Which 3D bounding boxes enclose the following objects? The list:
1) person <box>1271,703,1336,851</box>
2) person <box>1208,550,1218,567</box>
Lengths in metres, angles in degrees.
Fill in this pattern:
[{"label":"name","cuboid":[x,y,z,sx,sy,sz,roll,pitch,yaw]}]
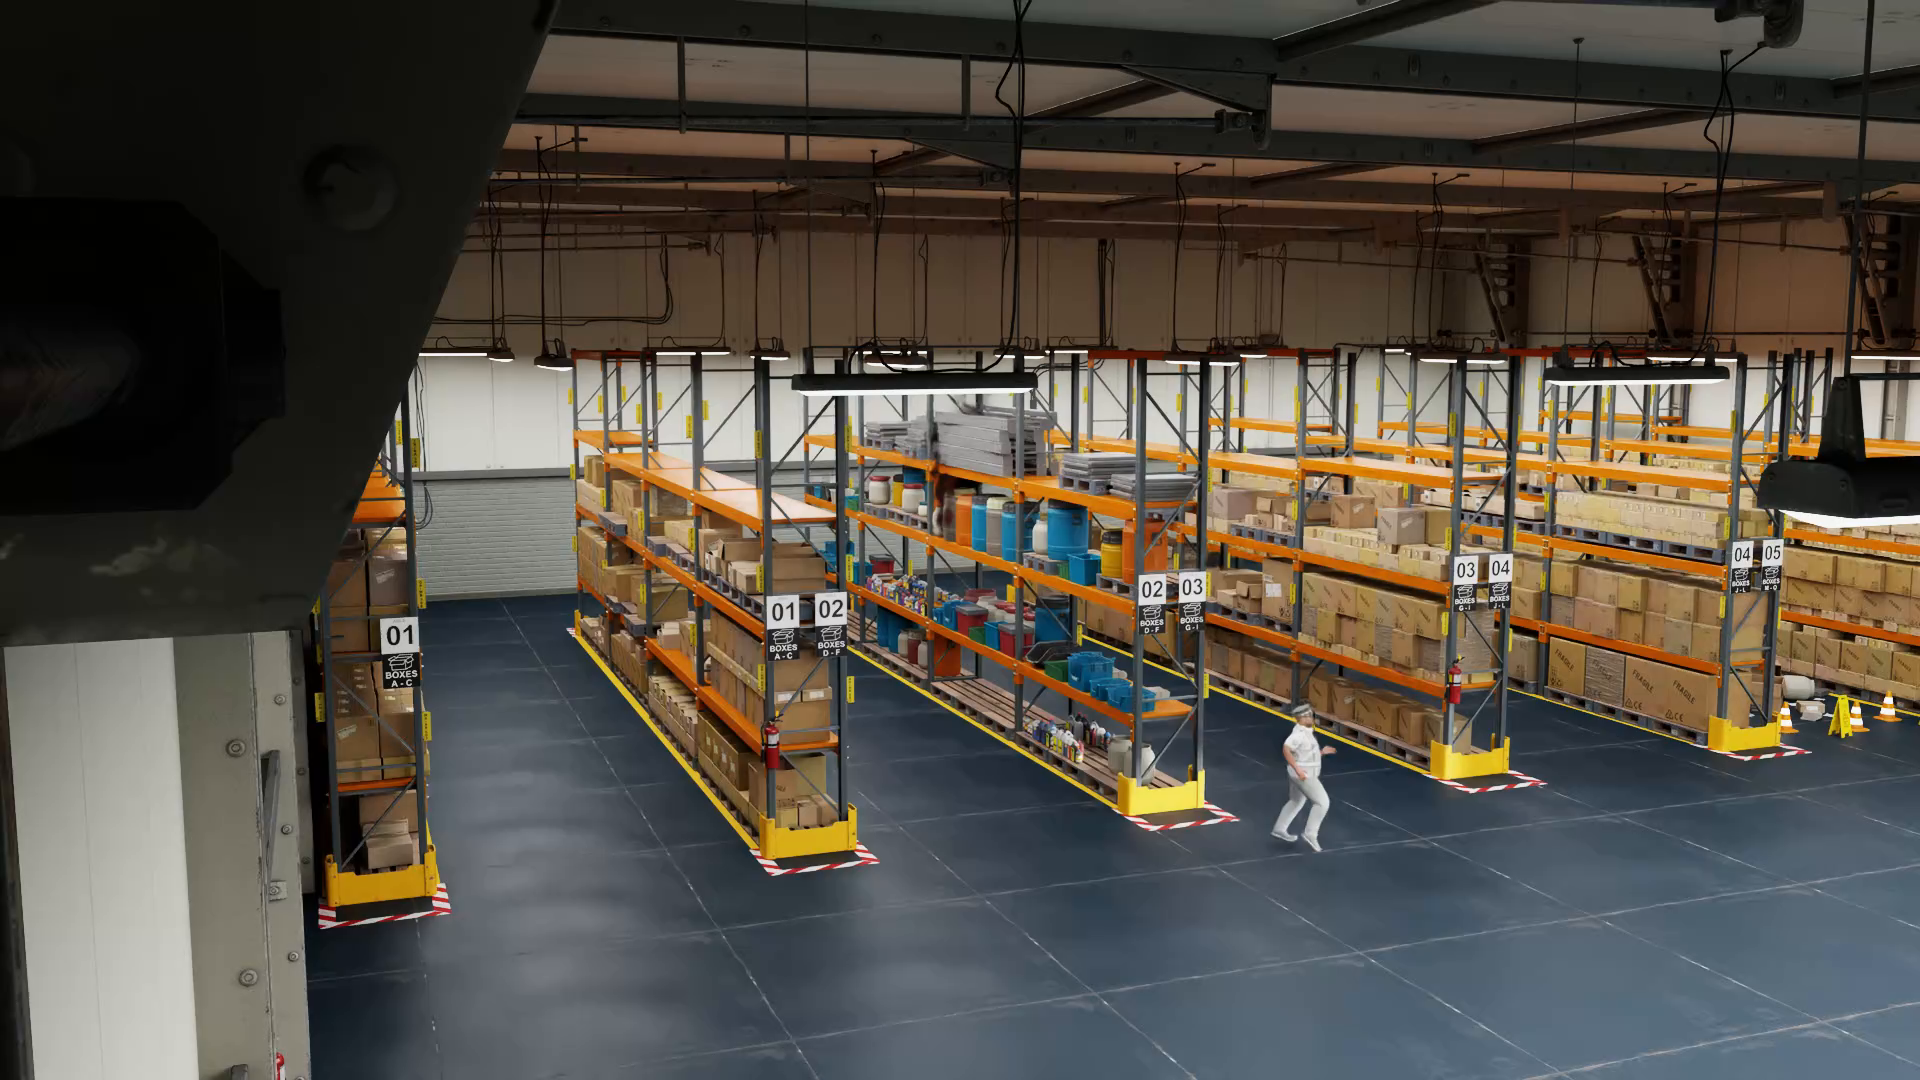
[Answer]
[{"label":"person","cuboid":[4.244,2.922,20.500,0.764,1.844,0.632,1,7,4]},{"label":"person","cuboid":[6.301,0.349,41.560,0.868,1.649,0.604,2,7,13]}]
